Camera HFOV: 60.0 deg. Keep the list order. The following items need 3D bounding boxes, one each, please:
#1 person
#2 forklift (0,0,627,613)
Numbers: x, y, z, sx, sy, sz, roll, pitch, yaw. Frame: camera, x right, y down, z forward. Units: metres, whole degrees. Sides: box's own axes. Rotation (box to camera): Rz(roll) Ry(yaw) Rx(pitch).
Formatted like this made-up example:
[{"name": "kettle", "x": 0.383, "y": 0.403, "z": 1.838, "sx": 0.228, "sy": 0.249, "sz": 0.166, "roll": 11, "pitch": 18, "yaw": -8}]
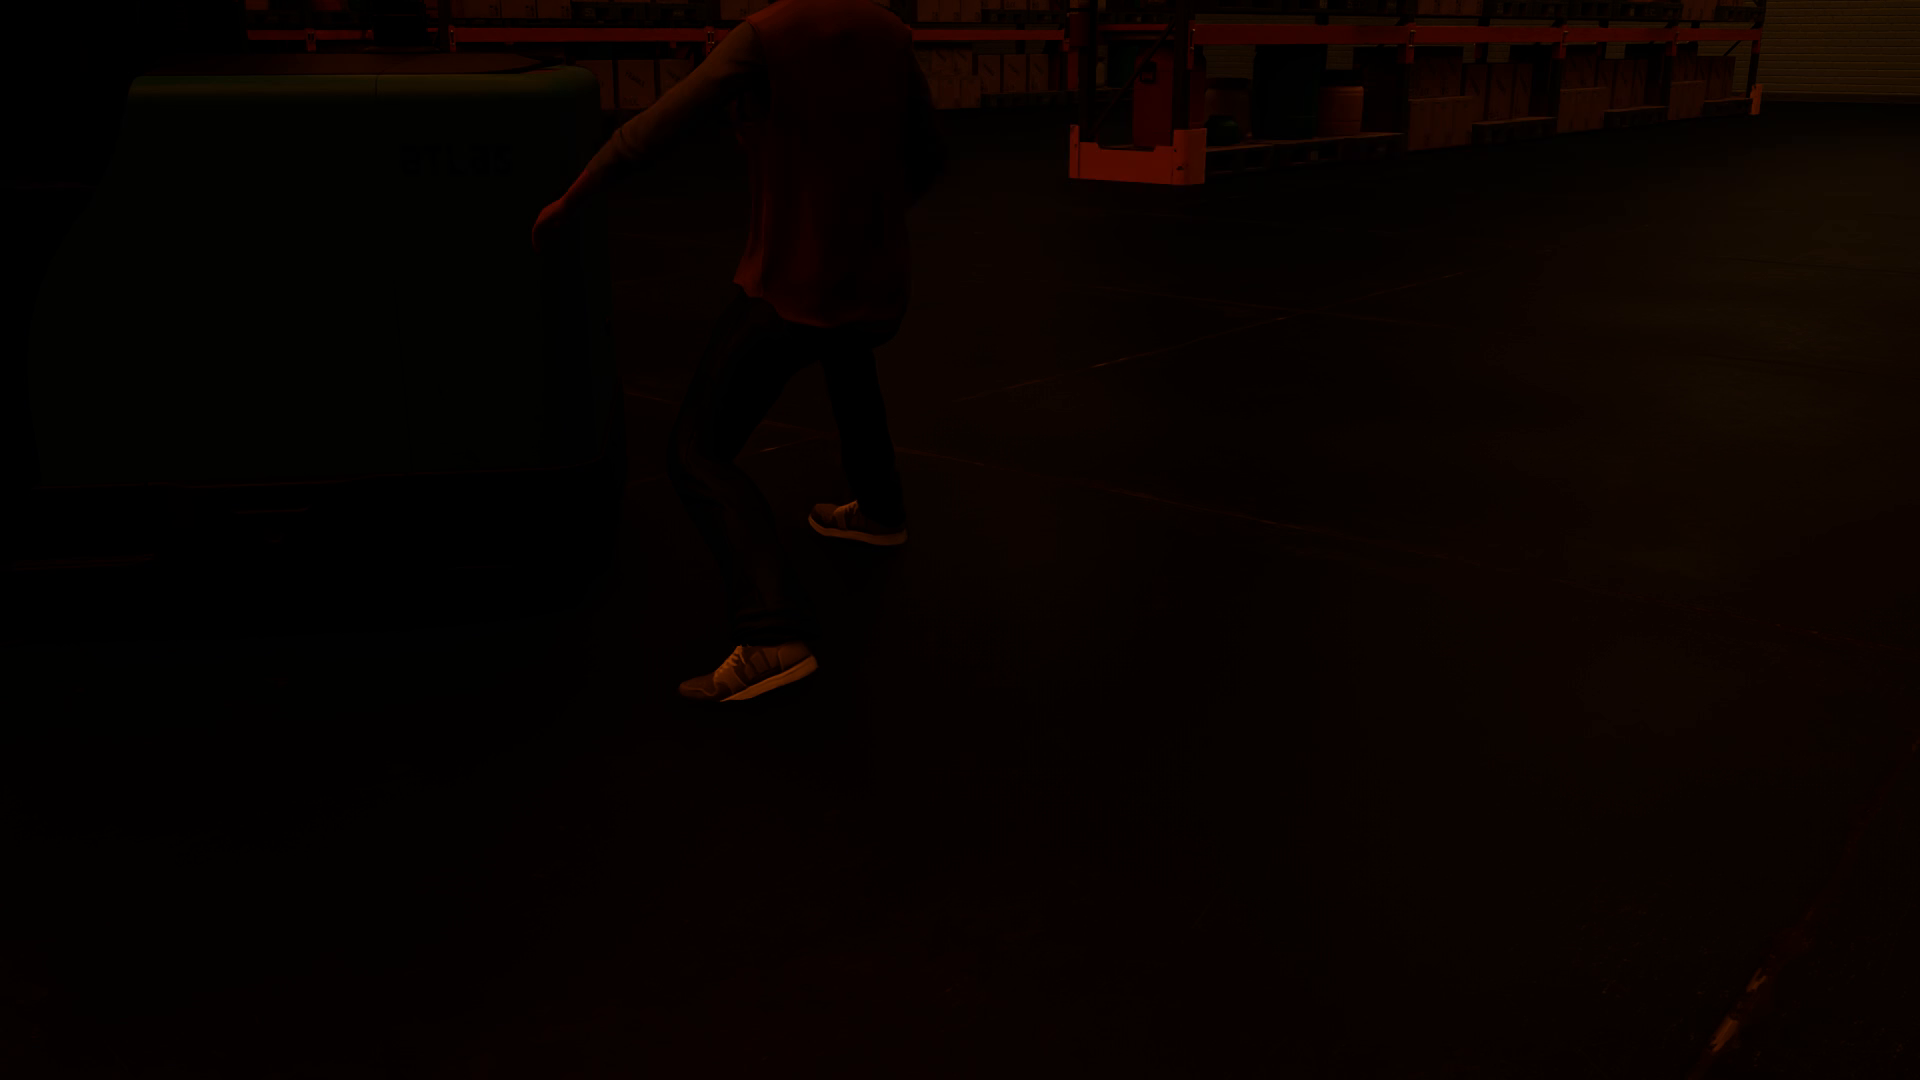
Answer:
[{"name": "person", "x": -0.345, "y": -0.518, "z": 3.266, "sx": 0.869, "sy": 1.451, "sz": 0.811, "roll": -13, "pitch": 21, "yaw": -37}, {"name": "forklift", "x": -2.300, "y": -1.337, "z": 3.301, "sx": 3.031, "sy": 2.935, "sz": 1.130, "roll": -3, "pitch": 17, "yaw": -8}]
